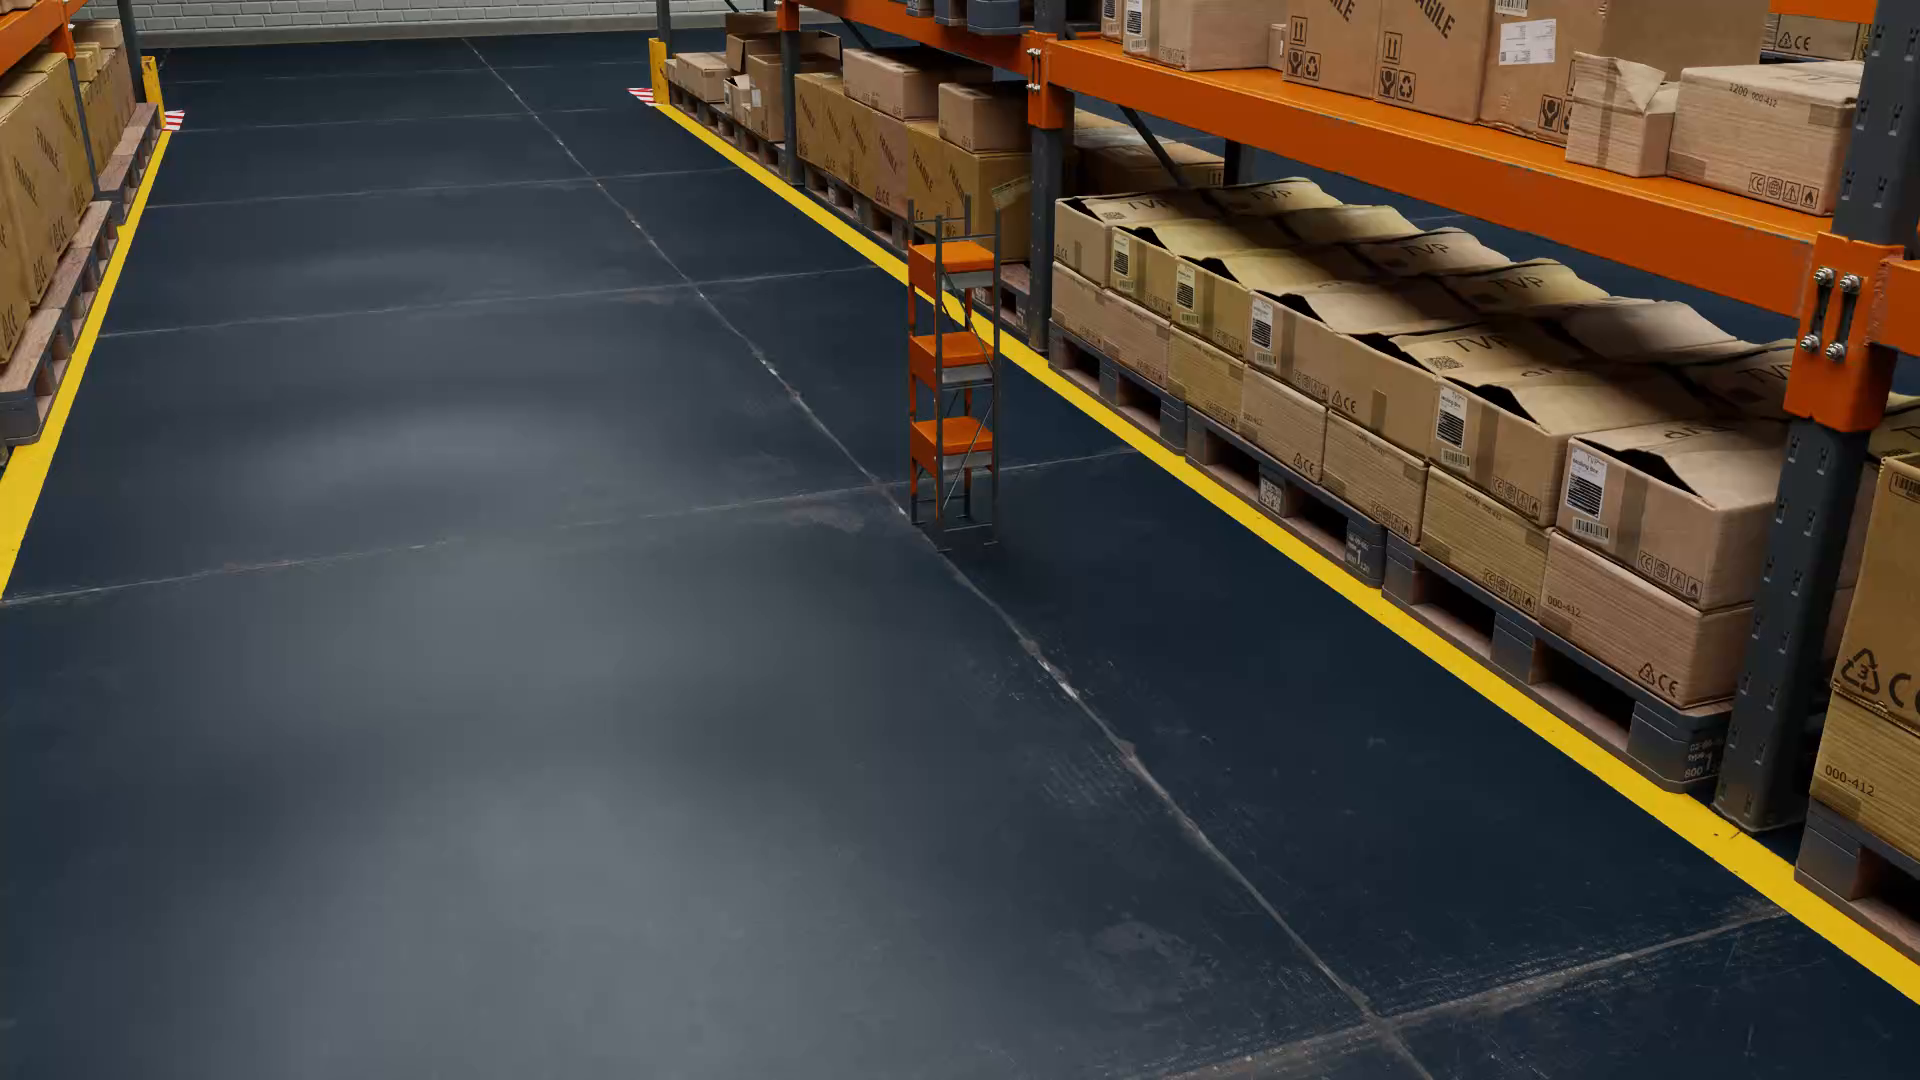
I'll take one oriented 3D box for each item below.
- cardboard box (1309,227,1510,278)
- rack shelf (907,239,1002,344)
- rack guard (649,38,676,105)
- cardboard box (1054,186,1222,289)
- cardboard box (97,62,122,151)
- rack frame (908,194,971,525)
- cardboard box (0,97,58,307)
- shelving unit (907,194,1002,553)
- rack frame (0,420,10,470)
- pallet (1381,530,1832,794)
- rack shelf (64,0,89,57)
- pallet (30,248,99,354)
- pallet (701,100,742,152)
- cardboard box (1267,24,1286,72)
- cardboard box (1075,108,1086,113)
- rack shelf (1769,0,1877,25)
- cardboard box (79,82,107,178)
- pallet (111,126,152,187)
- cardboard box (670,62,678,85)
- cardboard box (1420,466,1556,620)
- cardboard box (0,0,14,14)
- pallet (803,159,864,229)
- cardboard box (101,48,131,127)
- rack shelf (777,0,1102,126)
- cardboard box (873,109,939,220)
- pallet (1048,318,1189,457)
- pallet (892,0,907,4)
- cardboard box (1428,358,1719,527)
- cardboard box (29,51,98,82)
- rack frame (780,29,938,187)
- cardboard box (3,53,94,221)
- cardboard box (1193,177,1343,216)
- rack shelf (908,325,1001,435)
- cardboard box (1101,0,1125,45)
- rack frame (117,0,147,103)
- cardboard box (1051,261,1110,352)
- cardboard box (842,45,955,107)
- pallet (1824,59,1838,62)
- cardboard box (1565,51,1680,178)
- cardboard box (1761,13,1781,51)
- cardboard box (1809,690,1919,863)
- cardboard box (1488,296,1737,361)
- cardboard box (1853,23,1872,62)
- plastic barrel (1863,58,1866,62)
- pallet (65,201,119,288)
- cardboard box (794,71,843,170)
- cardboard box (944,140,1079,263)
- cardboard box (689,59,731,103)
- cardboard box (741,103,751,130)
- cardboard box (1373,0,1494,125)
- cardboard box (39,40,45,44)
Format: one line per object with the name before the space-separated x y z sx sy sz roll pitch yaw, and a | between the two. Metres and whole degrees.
cardboard box | 1.567 -0.924 5.857 0.500 0.311 0.500 -9 24 -19
rack shelf | -0.019 -0.755 4.986 0.215 0.259 0.240 -8 24 -19
rack guard | -2.013 -3.994 14.083 1.175 0.500 0.348 -8 24 -19
cardboard box | 0.697 -1.221 6.563 0.500 0.311 0.500 -7 24 -17
cardboard box | -5.781 -2.736 10.558 0.700 0.500 0.500 -8 24 -18
rack frame | -0.062 -0.548 5.197 0.200 1.050 0.008 -8 24 -19
cardboard box | -4.287 -1.393 6.920 0.750 0.750 0.750 -8 24 -19
shelving unit | -0.019 -0.503 5.092 0.215 1.050 0.252 -8 24 -19
rack frame | -3.846 -1.586 5.151 1.000 3.000 0.127 -8 24 -19
pallet | 1.903 0.209 4.482 1.003 0.211 1.213 -8 24 -19
rack shelf | -5.966 -3.434 10.463 1.077 0.370 4.000 -8 24 -19
pallet | -4.482 -1.040 7.446 1.003 0.211 1.213 -8 24 -19
pallet | -1.303 -3.129 12.402 1.003 0.211 1.213 -8 24 -19
cardboard box | 1.290 -1.695 5.734 0.380 0.149 0.250 -7 24 -15
cardboard box | 0.341 -2.084 8.984 0.500 0.500 0.500 -9 25 -21
rack shelf | 4.715 -3.340 10.239 1.077 0.370 4.000 -8 24 -19
cardboard box | -5.428 -2.367 9.681 0.700 0.500 0.500 -8 24 -18
pallet | -5.890 -2.485 10.875 1.003 0.211 1.213 -8 24 -19
cardboard box | -2.125 -3.781 13.439 0.380 0.166 0.250 -8 24 -19
cardboard box | 1.605 -0.035 4.470 0.500 0.250 0.500 -9 24 -20
cardboard box | -4.542 -2.474 7.556 0.380 0.149 0.250 -8 24 -19
pallet | -0.304 -2.145 10.067 1.003 0.211 1.213 -8 24 -19
cardboard box | -6.155 -3.112 11.449 0.700 0.500 0.500 -8 24 -19
rack shelf | 0.080 -2.662 8.630 1.077 0.370 4.000 -8 24 -19
cardboard box | -0.137 -2.003 8.793 0.500 0.500 0.500 -9 25 -21
pallet | 1.041 -0.677 6.586 1.003 0.211 1.213 -8 24 -19
pallet | 0.095 -2.884 8.479 1.003 0.211 1.213 -8 24 -19
cardboard box | 1.599 -0.294 4.364 0.500 0.311 0.500 -8 24 -18
cardboard box | -5.378 -2.815 9.910 0.380 0.149 0.250 -8 24 -17
rack frame | -0.627 -3.720 10.215 1.000 3.000 0.127 -8 24 -19
cardboard box | -4.908 -2.024 8.417 0.750 0.750 0.750 -8 24 -18
cardboard box | 1.202 -1.295 6.739 0.500 0.311 0.500 -8 24 -18
rack shelf | -0.019 -0.493 5.096 0.215 0.259 0.240 -8 24 -19
cardboard box | 0.874 -2.088 6.456 0.500 0.311 0.500 -7 24 -16
rack frame | -6.673 -4.493 12.047 1.000 3.000 0.127 -8 24 -19
cardboard box | 0.697 -0.963 6.672 0.500 0.250 0.500 -8 24 -19
cardboard box | -0.330 -2.544 9.111 0.500 0.250 0.500 -8 24 -19
pallet | 8.447 -4.080 14.659 1.003 0.211 1.213 -8 24 -19
cardboard box | 1.717 -1.046 4.042 0.396 0.266 0.258 -9 24 -20
cardboard box | 7.852 -5.194 15.905 0.875 0.875 0.875 -8 24 -19
cardboard box | 2.080 0.470 3.272 0.500 0.250 0.500 -8 24 -19
cardboard box | 1.931 -0.553 4.978 0.500 0.311 0.500 -9 25 -21
cardboard box | 8.484 -4.543 14.362 0.875 0.875 0.875 -8 24 -19
plastic barrel | 5.233 -2.314 9.132 0.600 0.830 0.708 -8 24 -19
pallet | -4.916 -1.484 8.500 1.003 0.211 1.213 -8 24 -19
cardboard box | -0.684 -2.562 10.118 0.500 0.500 0.500 -9 25 -21
cardboard box | 0.237 -1.625 7.896 0.500 0.500 0.500 -7 24 -17
cardboard box | -1.760 -3.510 12.688 0.500 0.250 0.500 -8 24 -19
cardboard box | -1.282 -2.905 11.385 0.380 0.149 0.250 -8 24 -19
cardboard box | 1.581 -1.514 4.852 0.500 0.500 0.500 -8 24 -19
cardboard box | -6.113 -3.150 10.704 0.380 0.149 0.250 -8 24 -18
